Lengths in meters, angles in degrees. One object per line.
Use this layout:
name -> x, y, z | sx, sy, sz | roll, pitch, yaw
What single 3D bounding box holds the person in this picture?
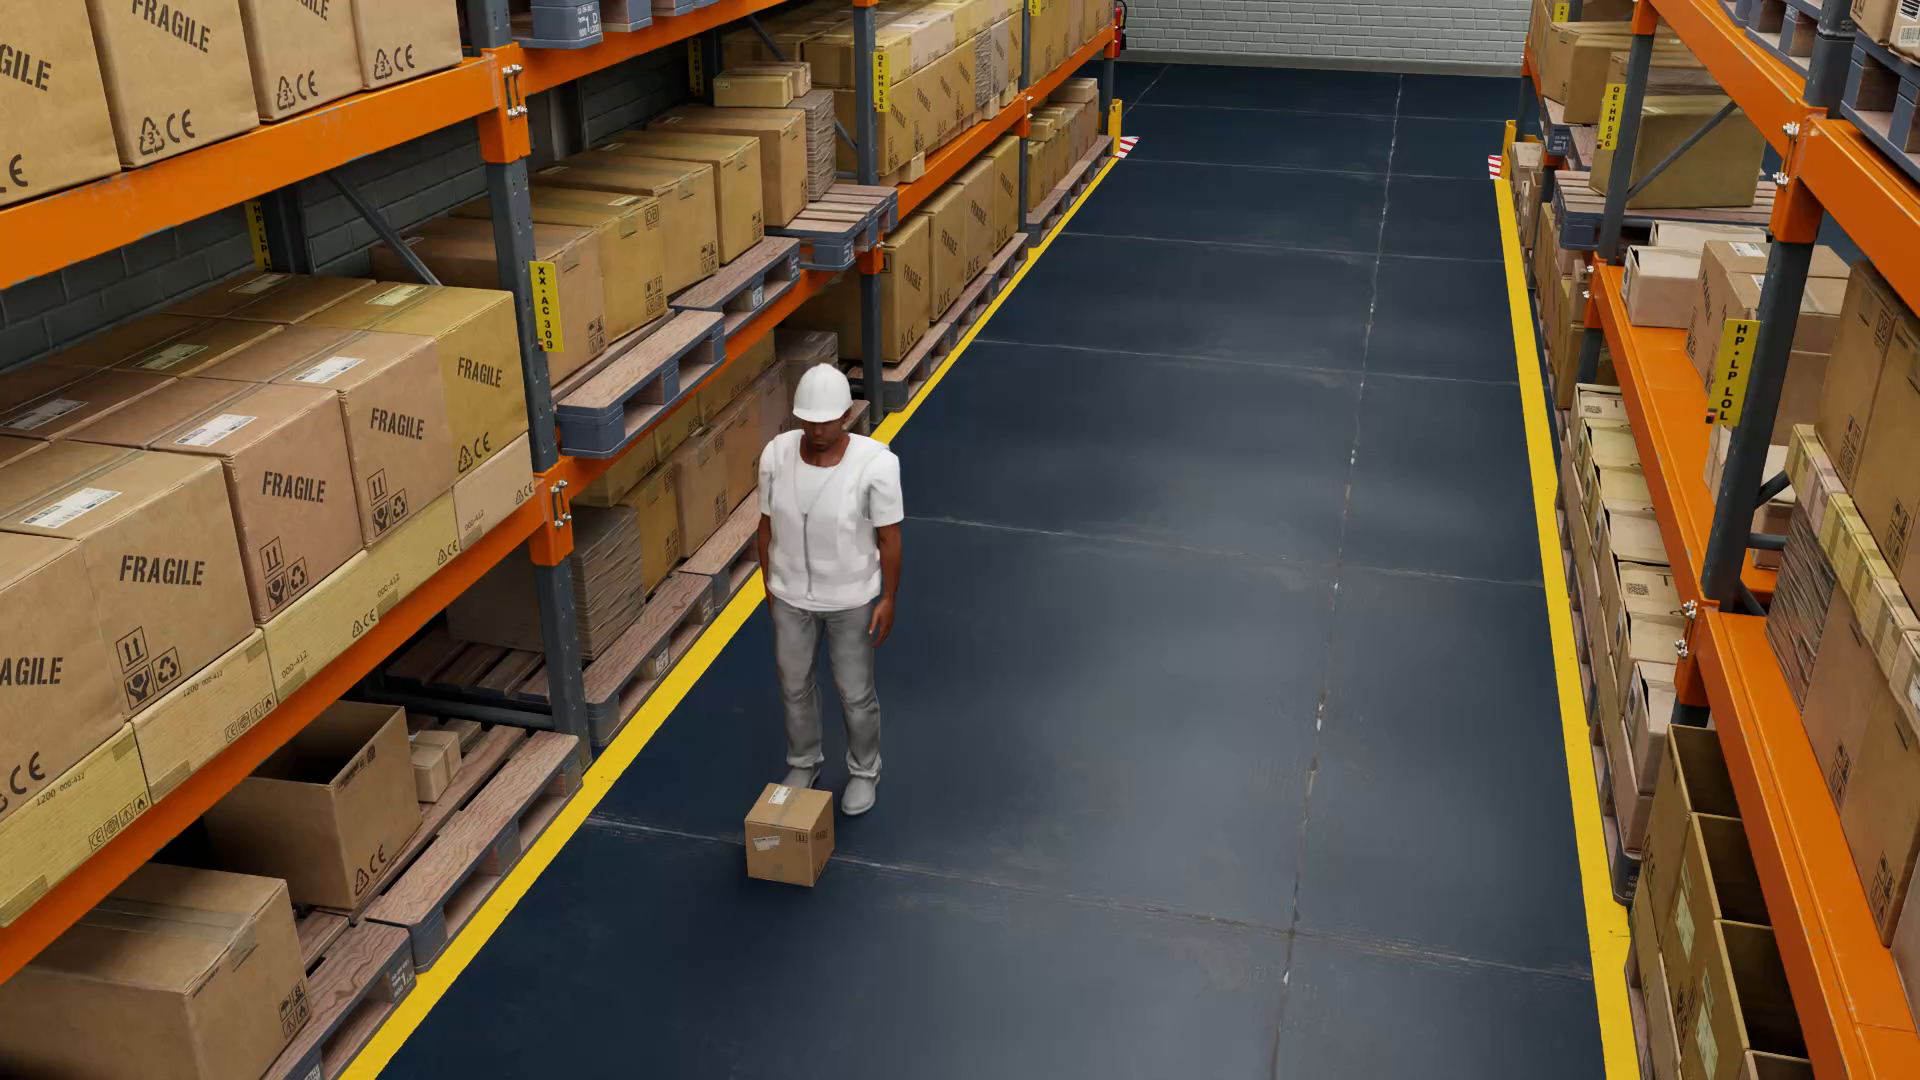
person -> -0.488, 0.193, 6.173 | 0.565, 1.763, 0.365 | 7, 26, 14
